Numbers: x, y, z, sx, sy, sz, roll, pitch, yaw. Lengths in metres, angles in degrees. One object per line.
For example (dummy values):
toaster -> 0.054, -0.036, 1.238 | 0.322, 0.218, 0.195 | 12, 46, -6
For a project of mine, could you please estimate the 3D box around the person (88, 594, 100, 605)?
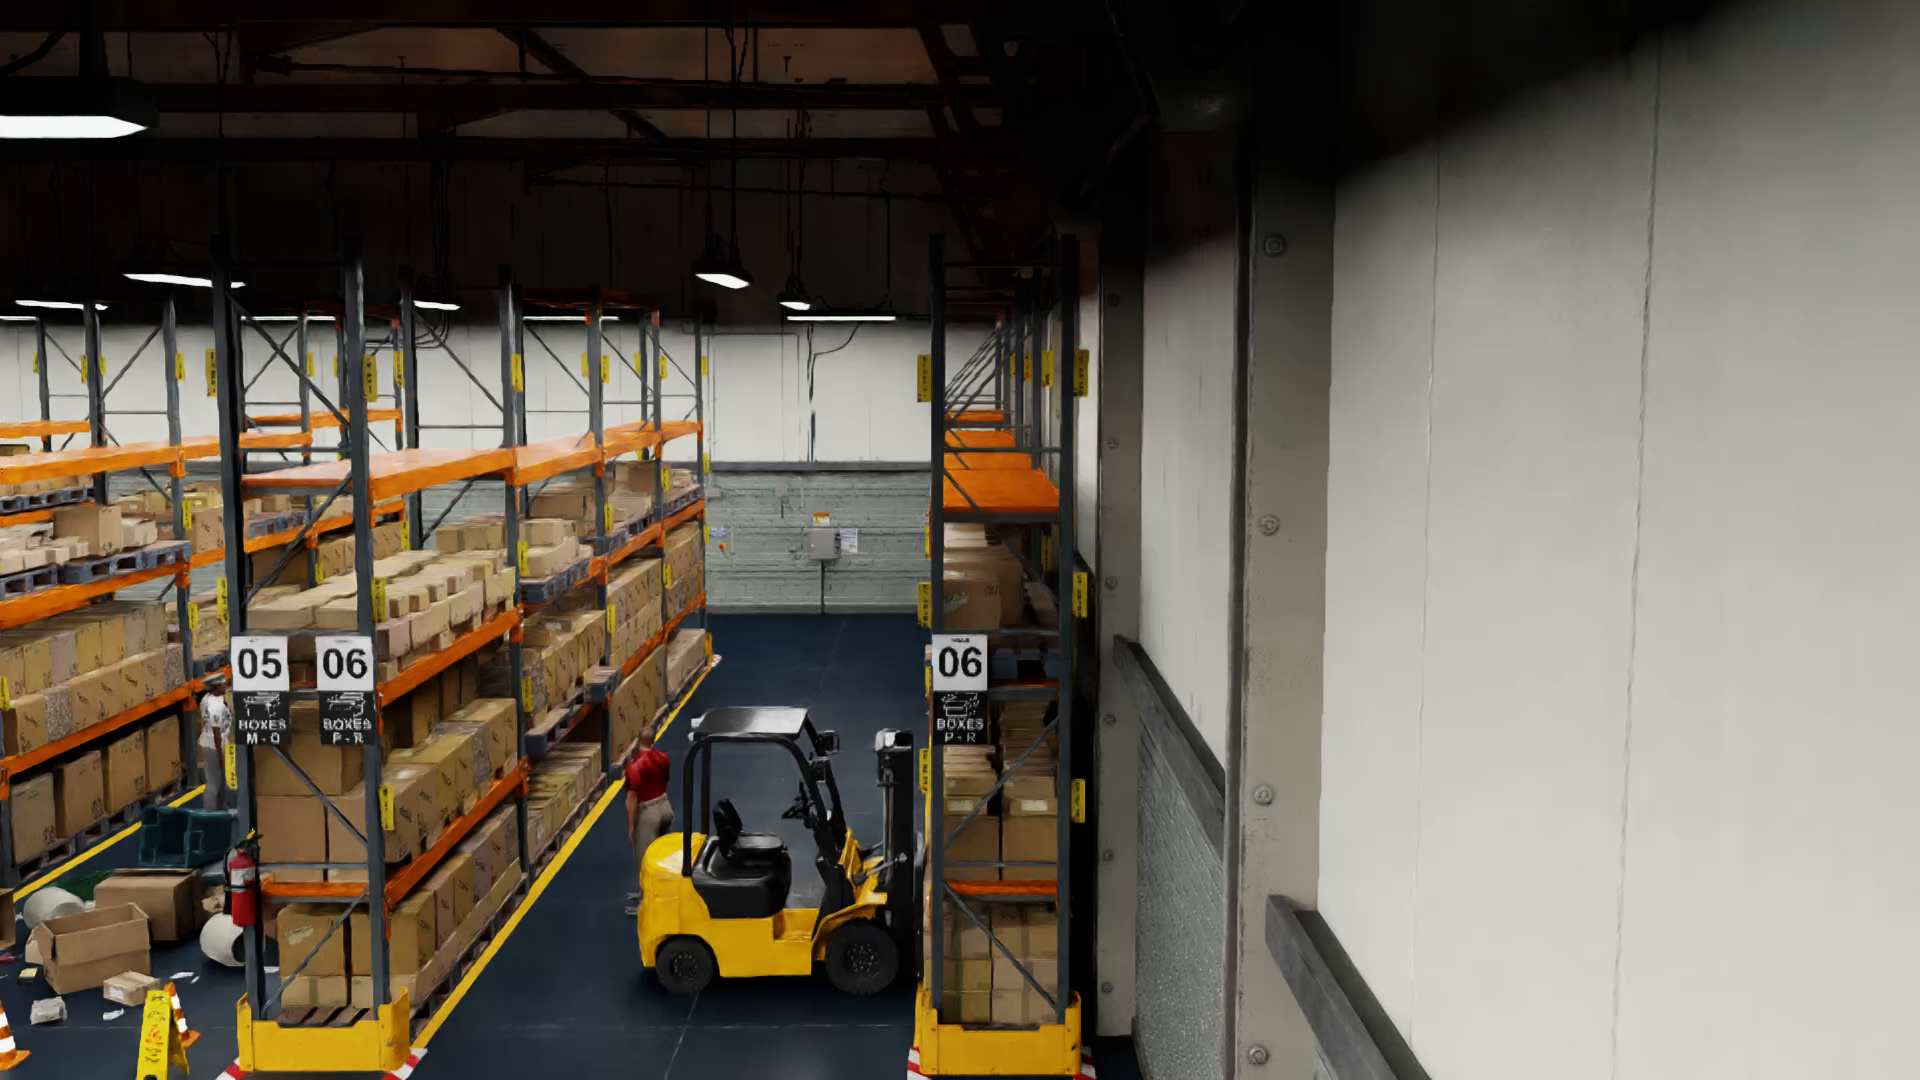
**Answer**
person -> -13.115, 1.613, 25.329 | 0.346, 1.495, 0.538 | -2, 7, -18

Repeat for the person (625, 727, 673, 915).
person -> -2.954, 2.593, 15.506 | 0.495, 1.722, 0.588 | 4, 7, 30

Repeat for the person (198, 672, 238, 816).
person -> -8.169, 2.297, 18.352 | 0.437, 1.684, 0.553 | -4, 7, -30
